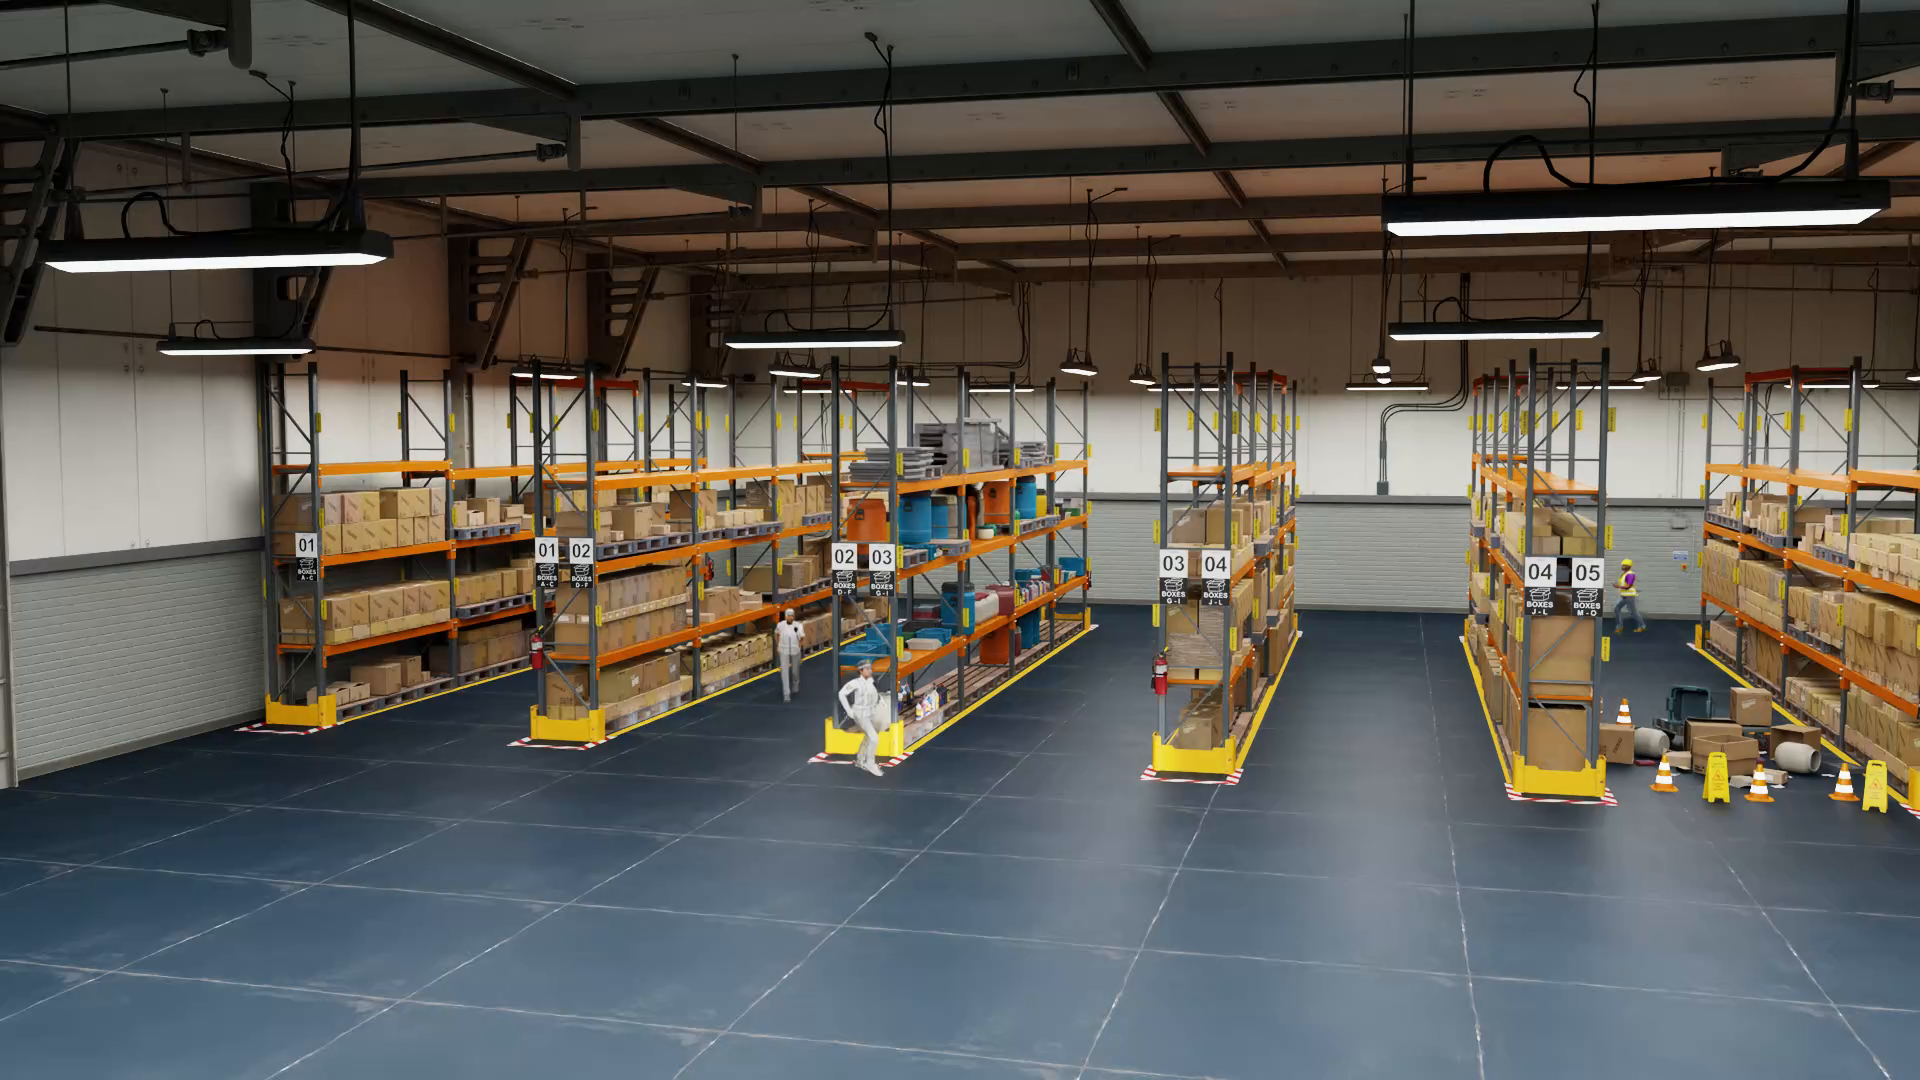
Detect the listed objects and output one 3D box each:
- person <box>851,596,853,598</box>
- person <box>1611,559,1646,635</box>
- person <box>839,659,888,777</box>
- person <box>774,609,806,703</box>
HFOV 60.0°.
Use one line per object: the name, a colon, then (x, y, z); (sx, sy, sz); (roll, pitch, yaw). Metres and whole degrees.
person: (-3.070, 0.987, 45.290); (0.613, 1.657, 0.865); (-4, 6, -44)
person: (15.747, 1.363, 39.222); (0.856, 1.826, 0.681); (0, 4, 2)
person: (-1.353, 2.511, 23.510); (0.634, 1.687, 0.684); (3, 5, 35)
person: (-3.083, 2.063, 30.190); (0.582, 1.657, 0.917); (0, 4, -5)
